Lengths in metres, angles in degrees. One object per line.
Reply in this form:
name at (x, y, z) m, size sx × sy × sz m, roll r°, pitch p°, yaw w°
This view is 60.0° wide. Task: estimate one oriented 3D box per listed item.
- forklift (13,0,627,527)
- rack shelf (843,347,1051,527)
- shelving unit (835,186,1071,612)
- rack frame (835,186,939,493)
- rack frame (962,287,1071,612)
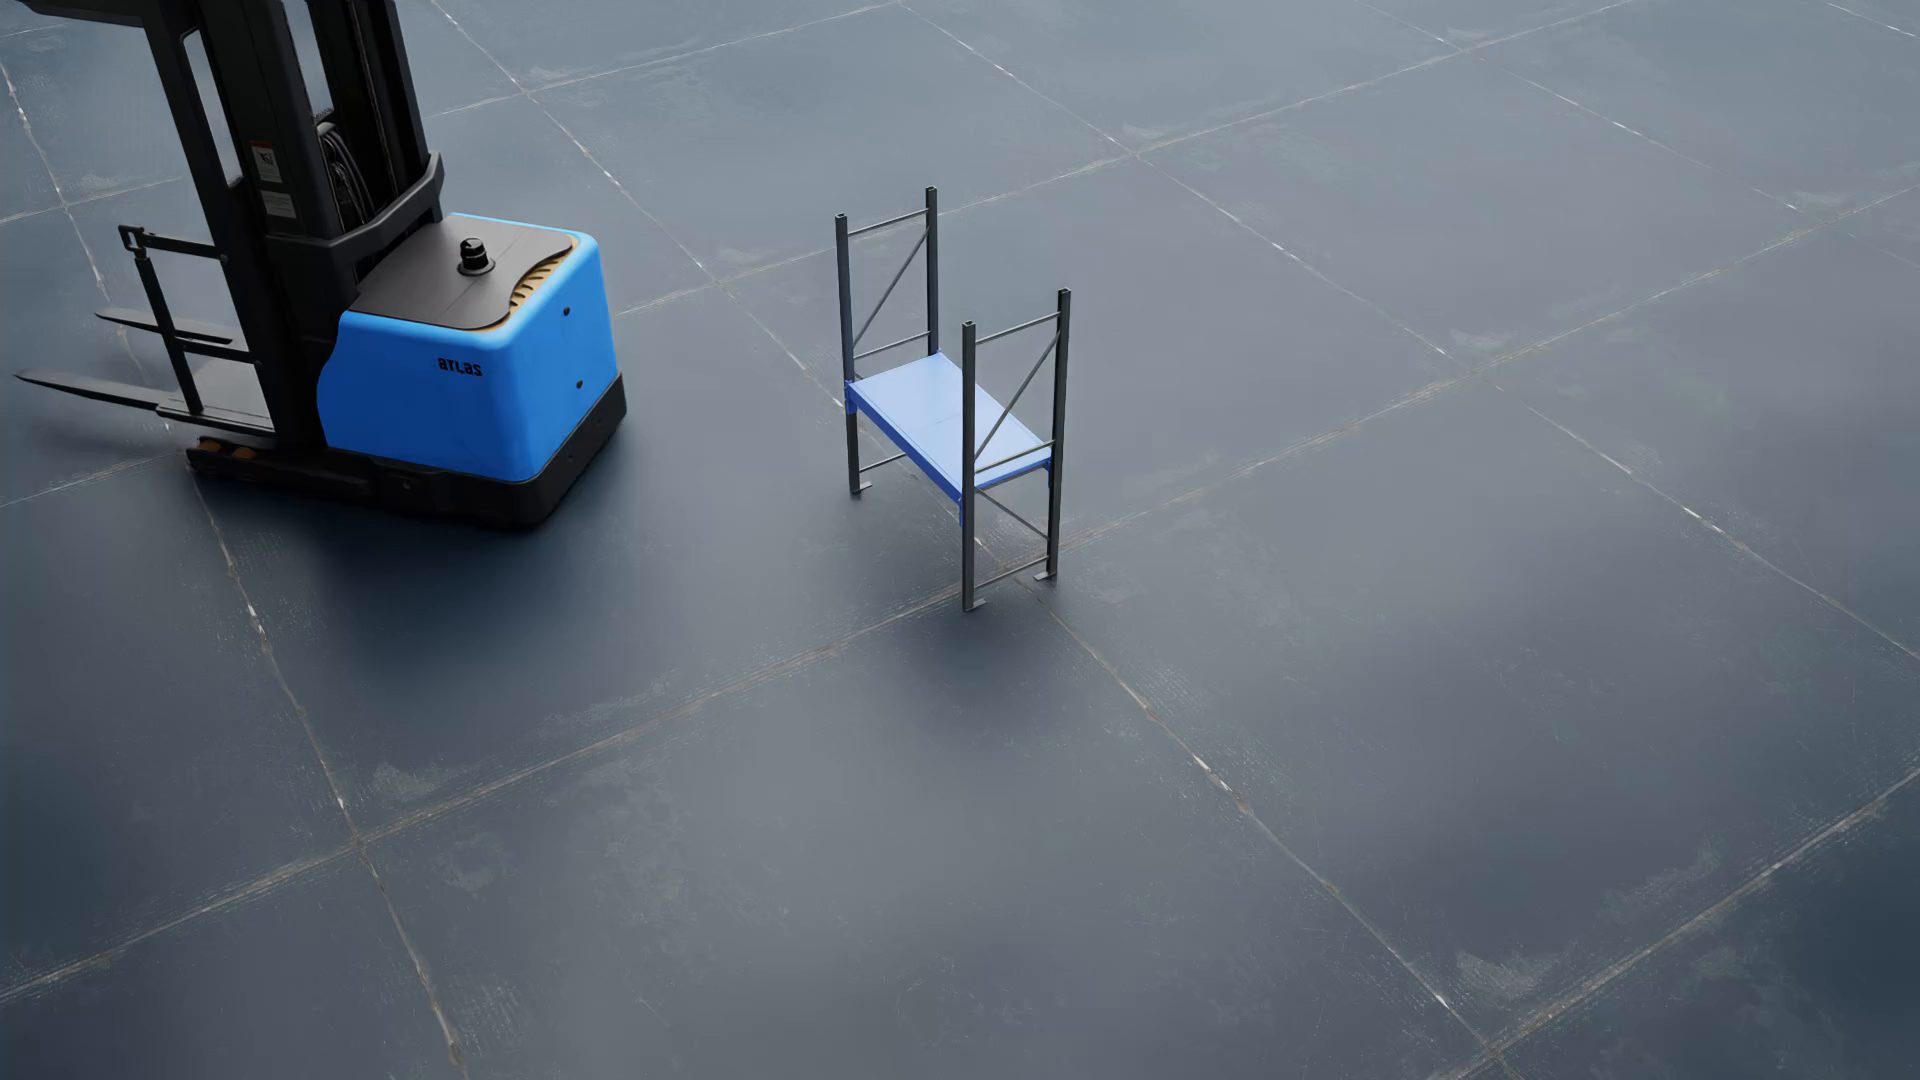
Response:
forklift at (-3.274, -1.725, 7.592) m, size 3.031 × 2.935 × 1.130 m, roll 11°, pitch 41°, yaw 13°
rack shelf at (-0.046, -0.484, 7.501) m, size 0.538 × 0.185 × 1.000 m, roll -22°, pitch 45°, yaw -24°
shelving unit at (-0.046, -0.622, 7.386) m, size 0.538 × 1.500 × 1.048 m, roll -22°, pitch 45°, yaw -24°
rack frame at (-0.319, -0.897, 7.715) m, size 0.500 × 1.500 × 0.032 m, roll -22°, pitch 45°, yaw -24°
rack frame at (0.227, -0.348, 7.056) m, size 0.500 × 1.500 × 0.032 m, roll -22°, pitch 45°, yaw -24°
